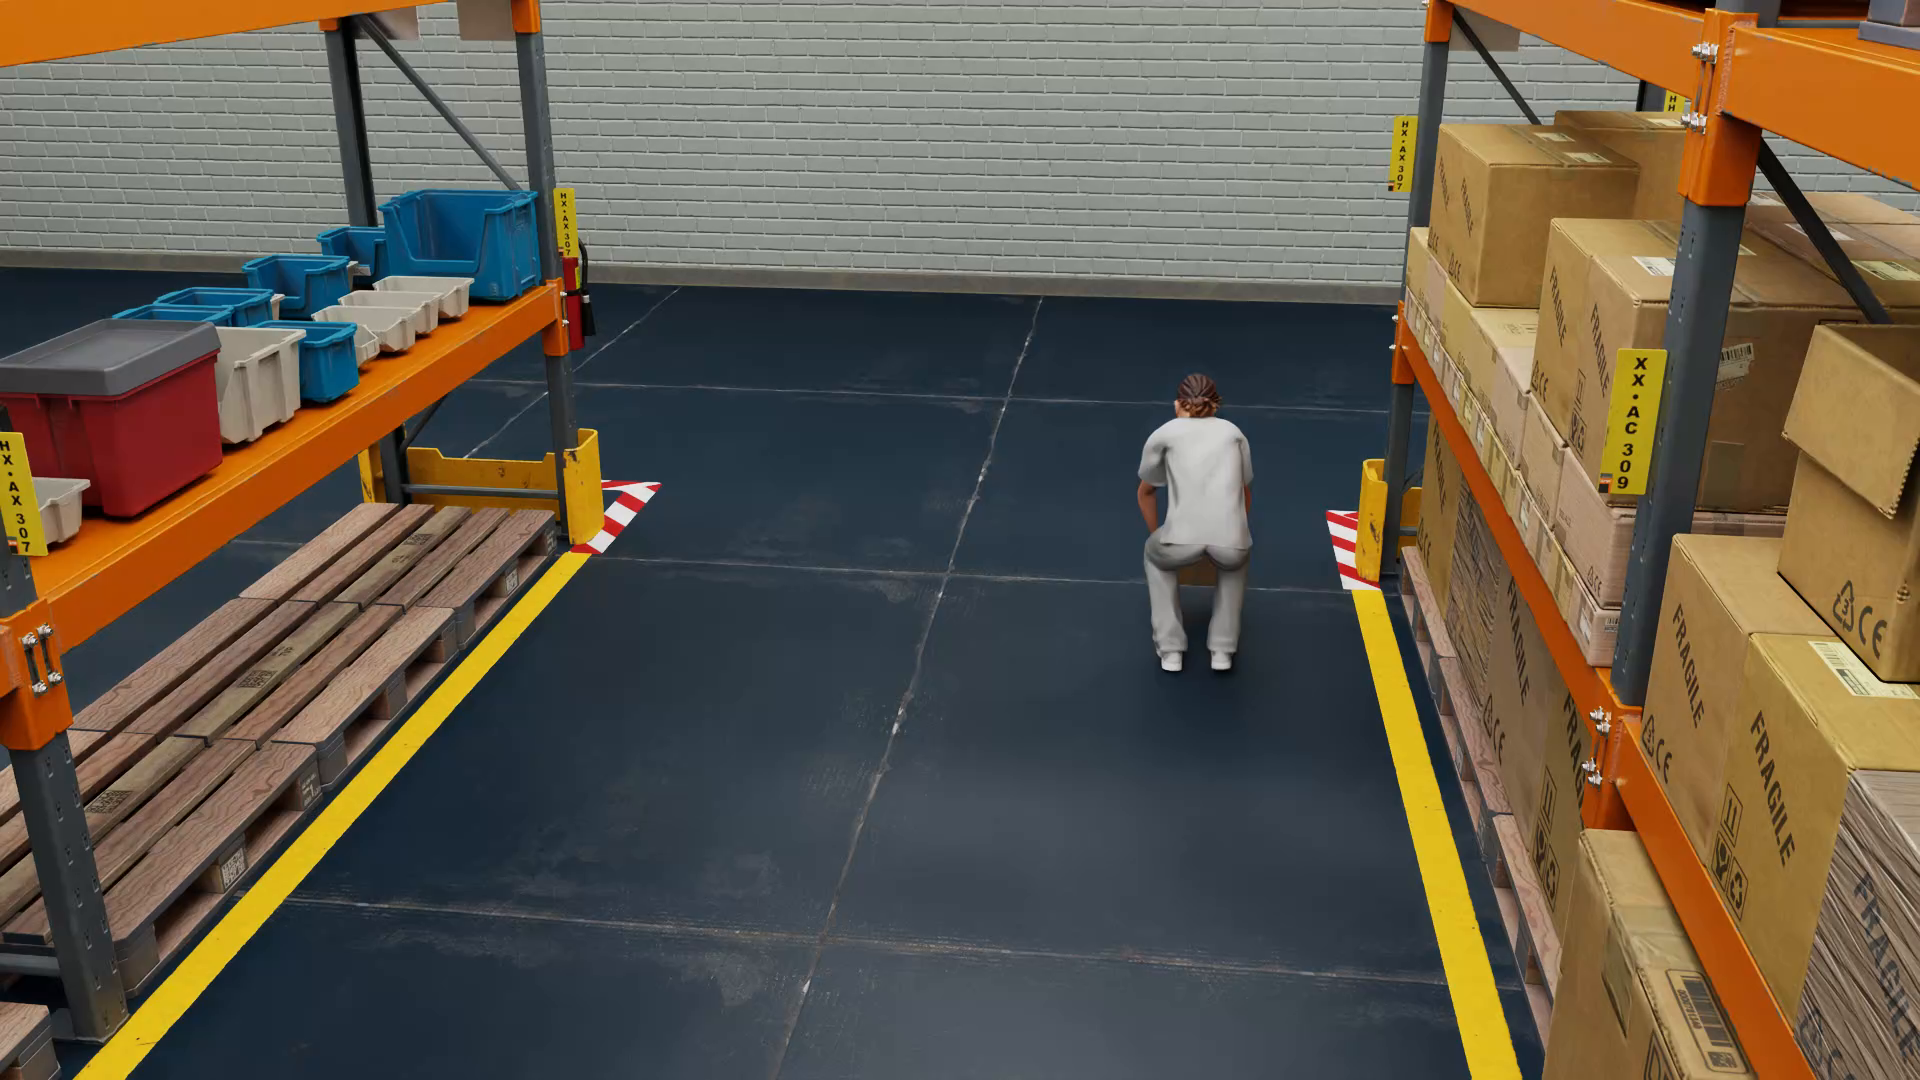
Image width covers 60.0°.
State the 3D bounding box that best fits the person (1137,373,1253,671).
[{"bbox_3d":[0.979,-0.058,6.940,0.492,1.167,0.733,2,21,6],"label":"person"}]
